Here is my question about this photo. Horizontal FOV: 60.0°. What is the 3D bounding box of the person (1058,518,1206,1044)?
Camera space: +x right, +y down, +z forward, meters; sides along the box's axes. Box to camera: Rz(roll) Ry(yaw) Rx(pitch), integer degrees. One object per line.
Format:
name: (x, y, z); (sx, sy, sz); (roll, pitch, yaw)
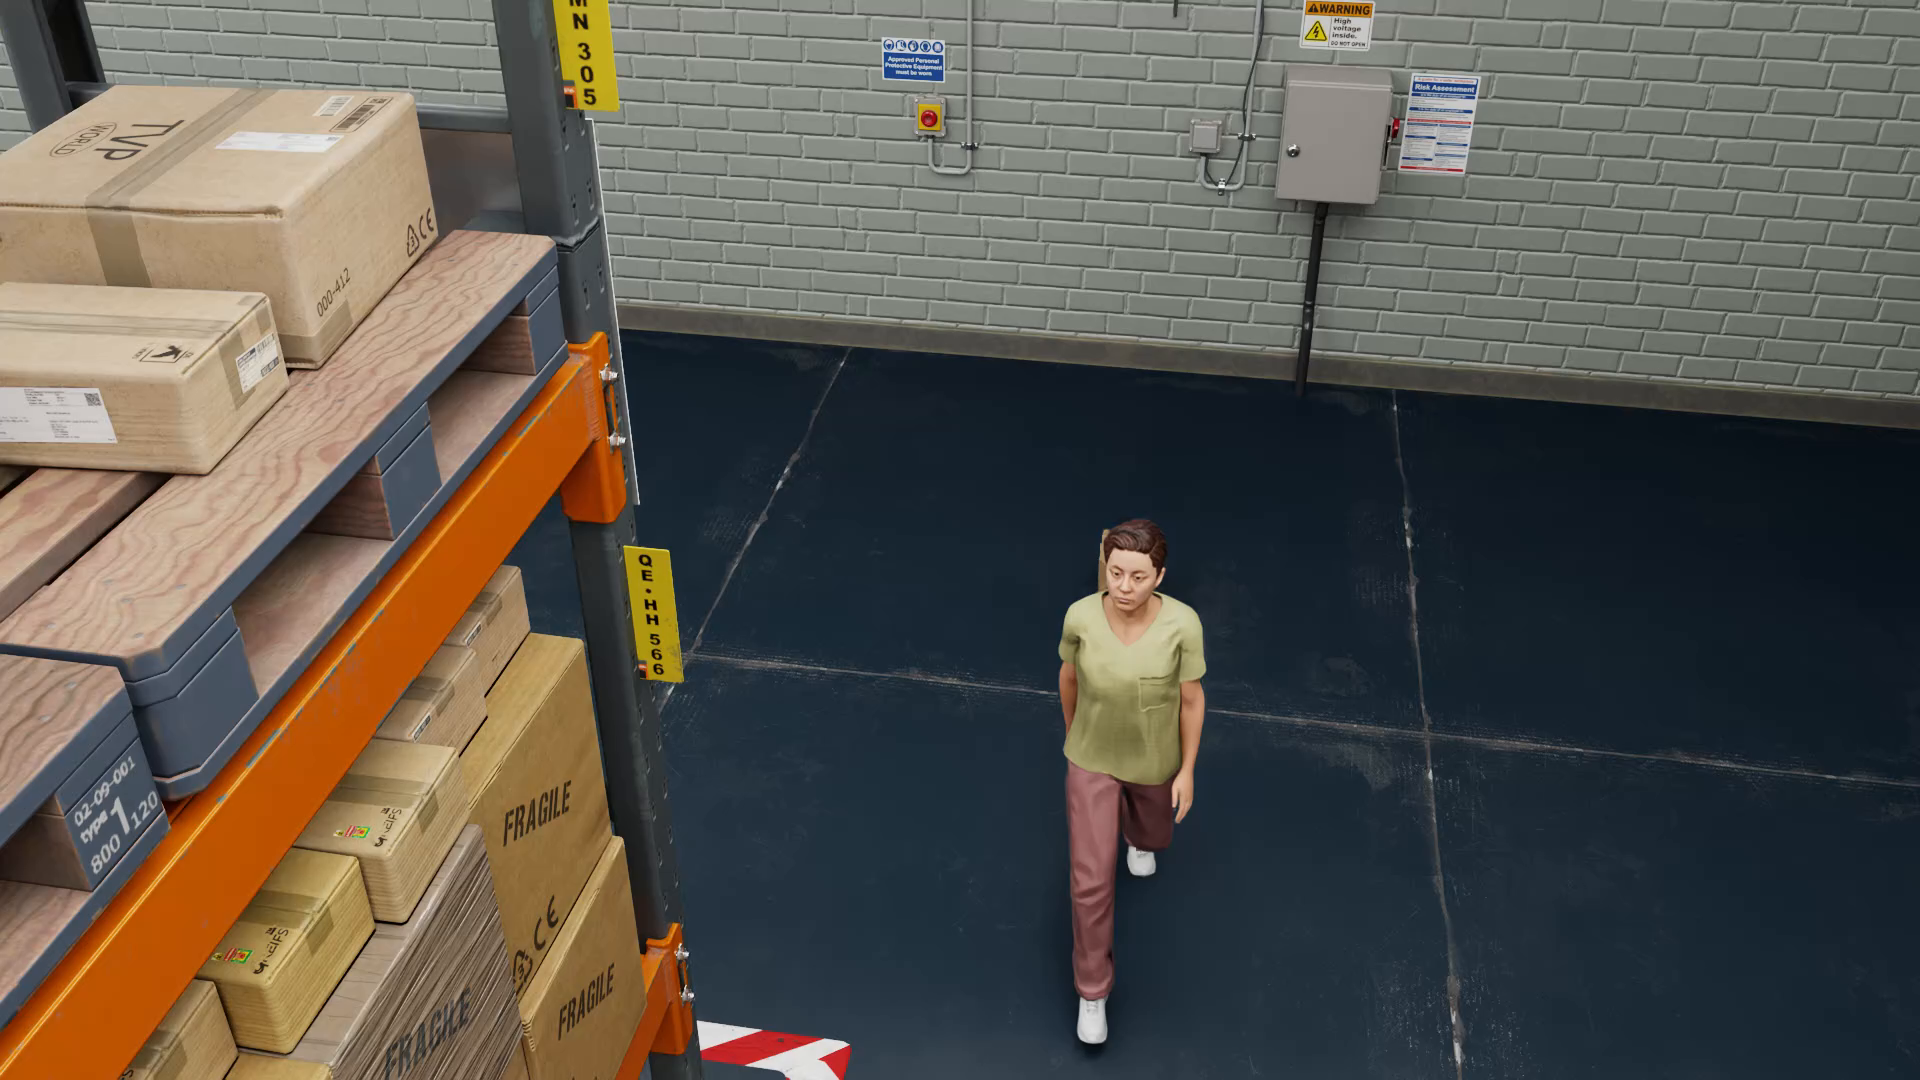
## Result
person: (0.512, 0.646, 5.119); (0.443, 1.625, 0.993); (3, 33, 4)
